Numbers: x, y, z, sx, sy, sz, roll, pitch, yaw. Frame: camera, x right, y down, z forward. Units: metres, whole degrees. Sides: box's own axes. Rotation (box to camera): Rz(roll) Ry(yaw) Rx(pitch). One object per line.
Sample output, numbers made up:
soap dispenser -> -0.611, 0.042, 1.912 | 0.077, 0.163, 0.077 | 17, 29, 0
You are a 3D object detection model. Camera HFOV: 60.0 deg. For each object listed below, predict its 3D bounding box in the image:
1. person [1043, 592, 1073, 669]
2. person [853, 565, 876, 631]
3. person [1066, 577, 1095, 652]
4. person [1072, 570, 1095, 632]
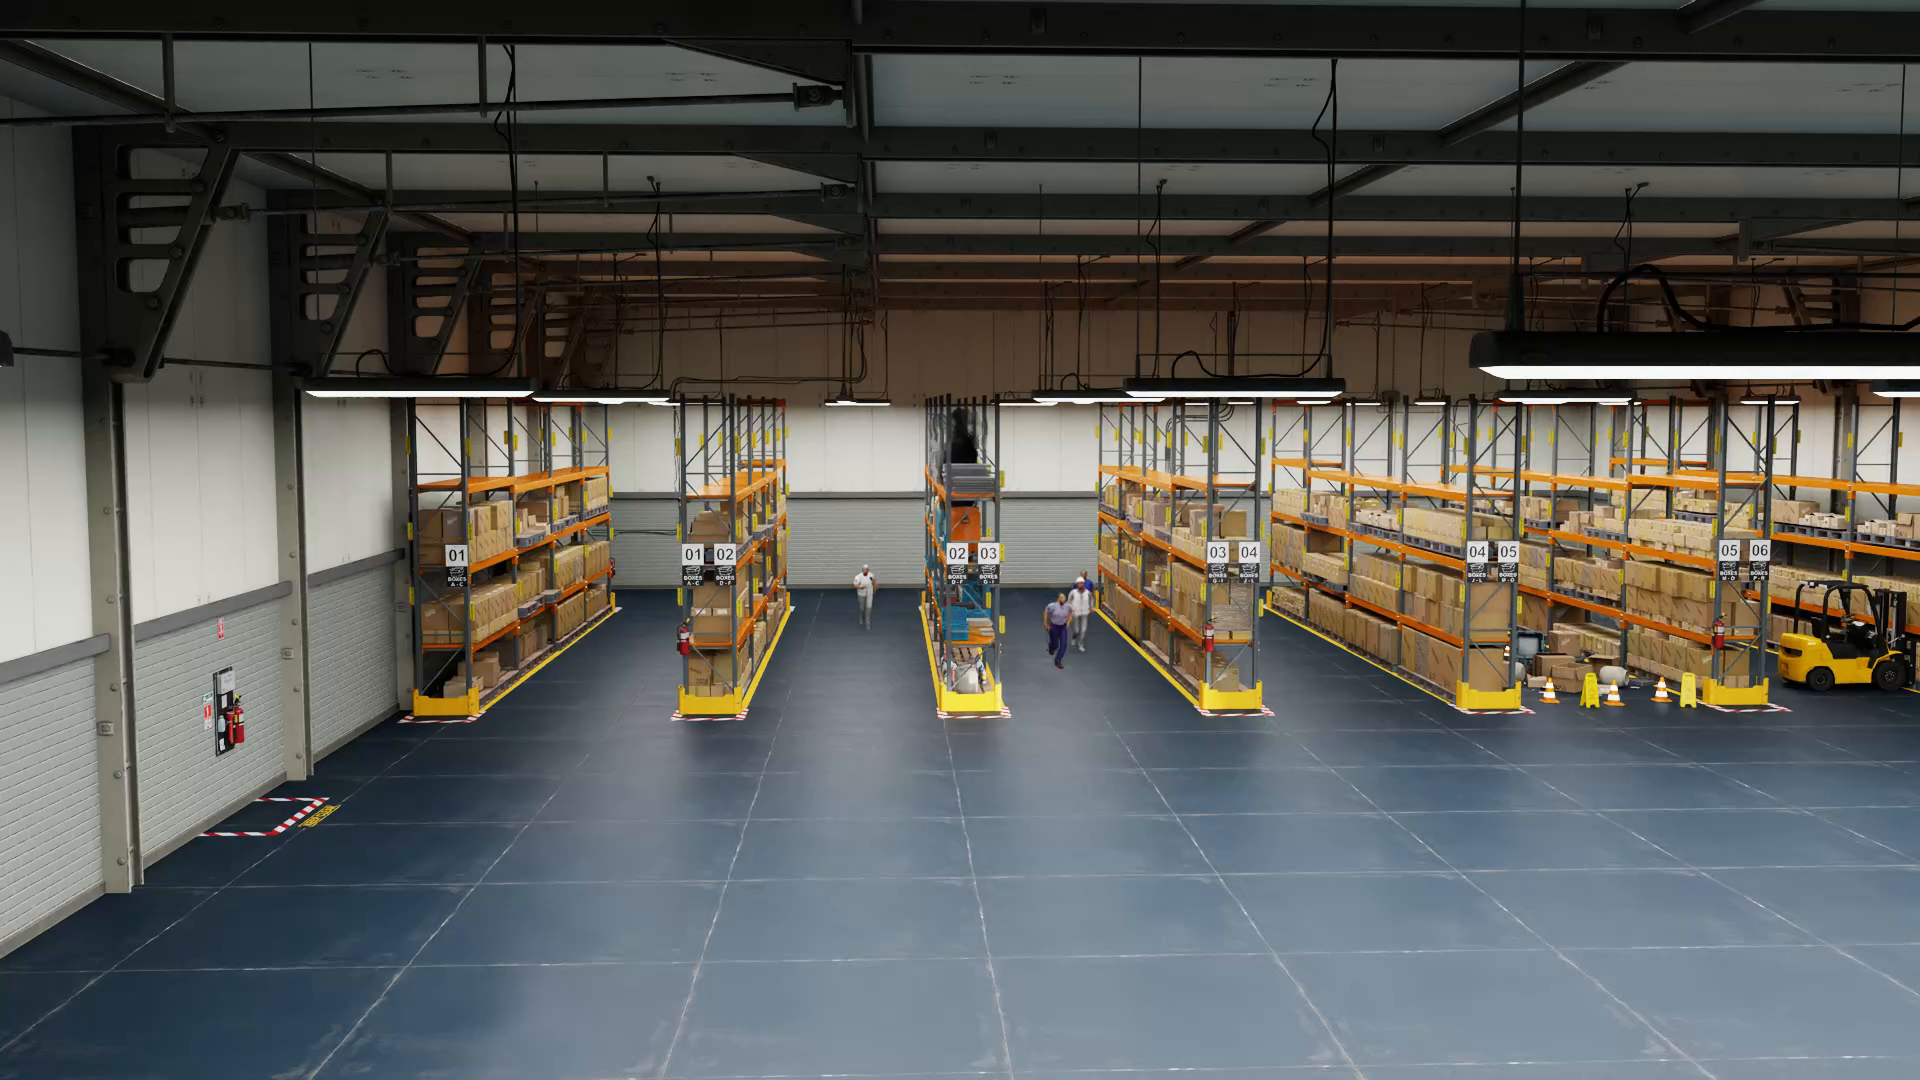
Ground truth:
person -> 2.078, 1.904, 35.378 | 0.637, 1.612, 0.668 | -1, 5, -15
person -> -2.483, 1.480, 43.365 | 0.627, 1.703, 0.936 | -1, 5, -14
person -> 2.856, 1.748, 39.419 | 0.682, 1.752, 0.605 | -1, 5, -8
person -> 3.161, 1.571, 42.297 | 0.560, 1.621, 0.573 | 0, 5, -5
